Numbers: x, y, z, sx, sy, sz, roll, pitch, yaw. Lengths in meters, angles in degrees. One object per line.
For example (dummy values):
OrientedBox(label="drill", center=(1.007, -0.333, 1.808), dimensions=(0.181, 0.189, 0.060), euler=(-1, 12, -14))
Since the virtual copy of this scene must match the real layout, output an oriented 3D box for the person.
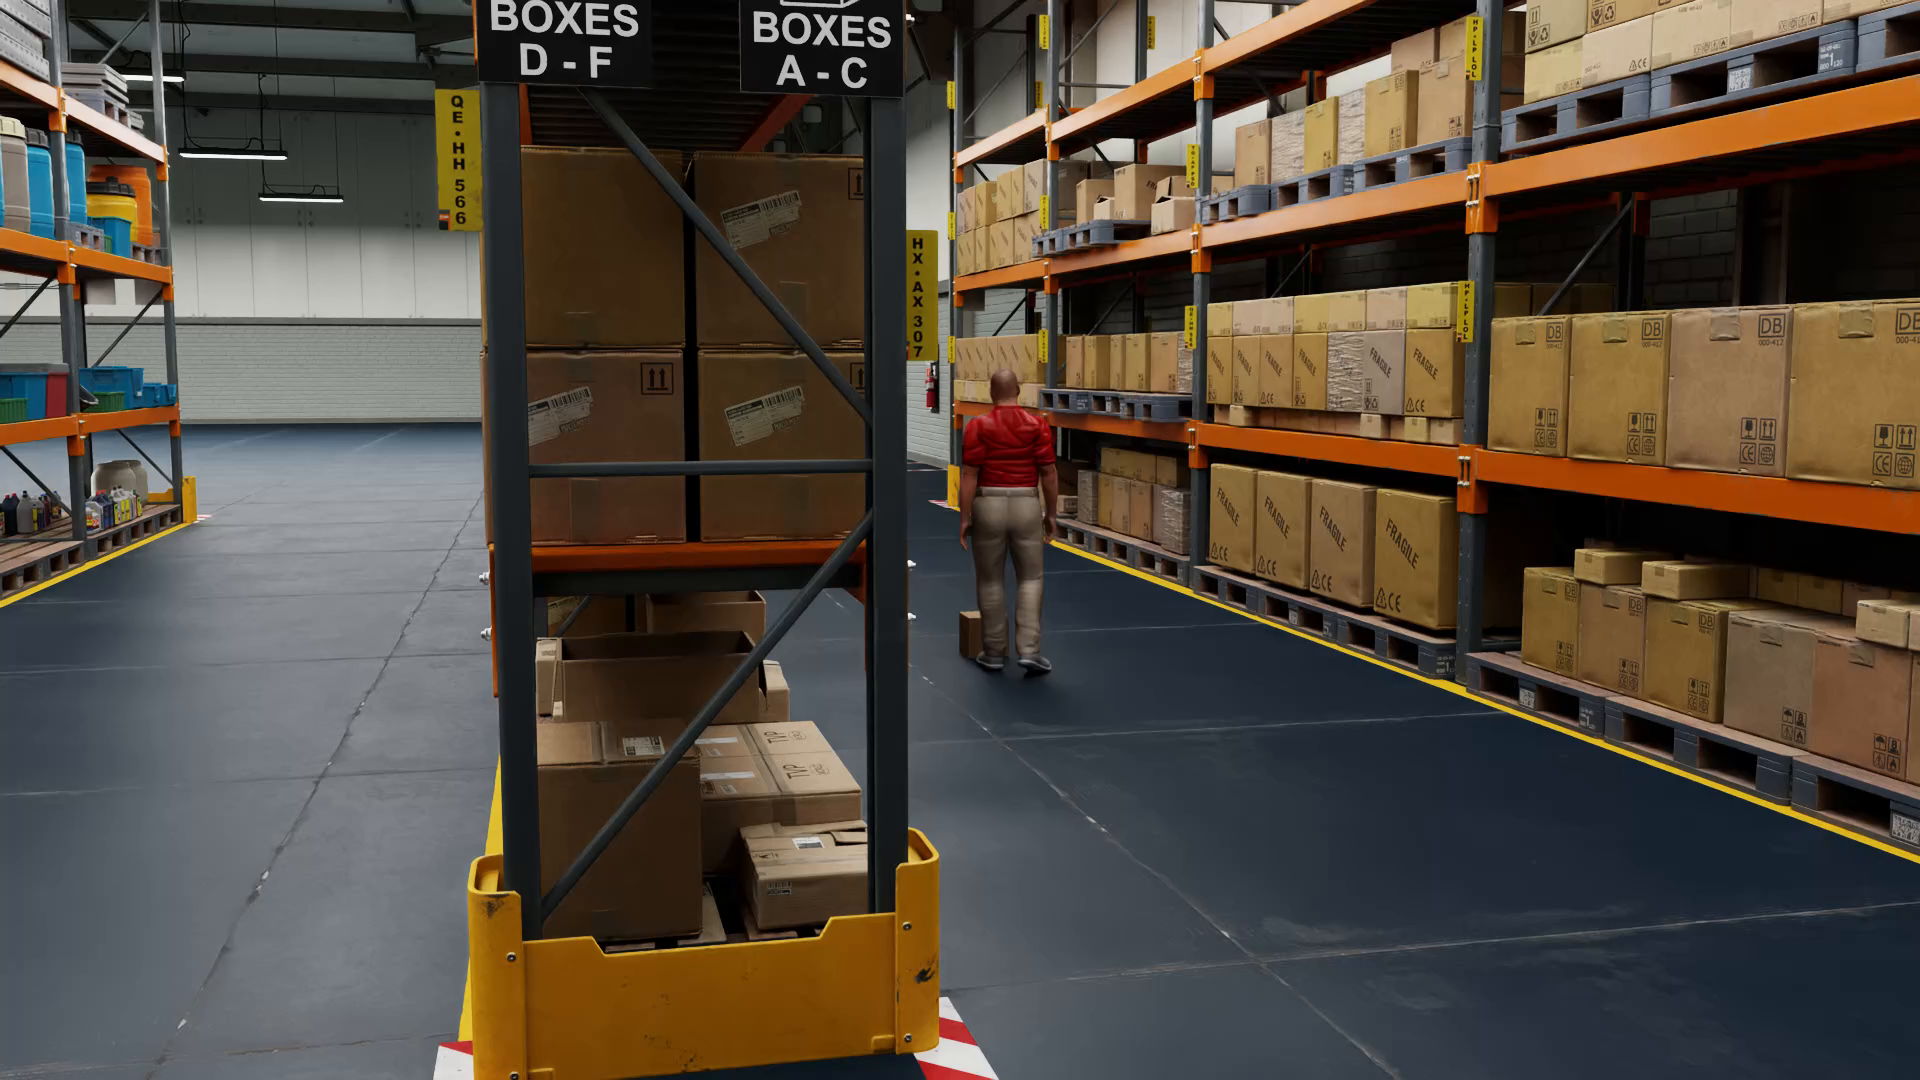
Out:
OrientedBox(label="person", center=(0.275, -0.110, 9.511), dimensions=(0.568, 1.733, 0.509), euler=(0, 6, -4))
